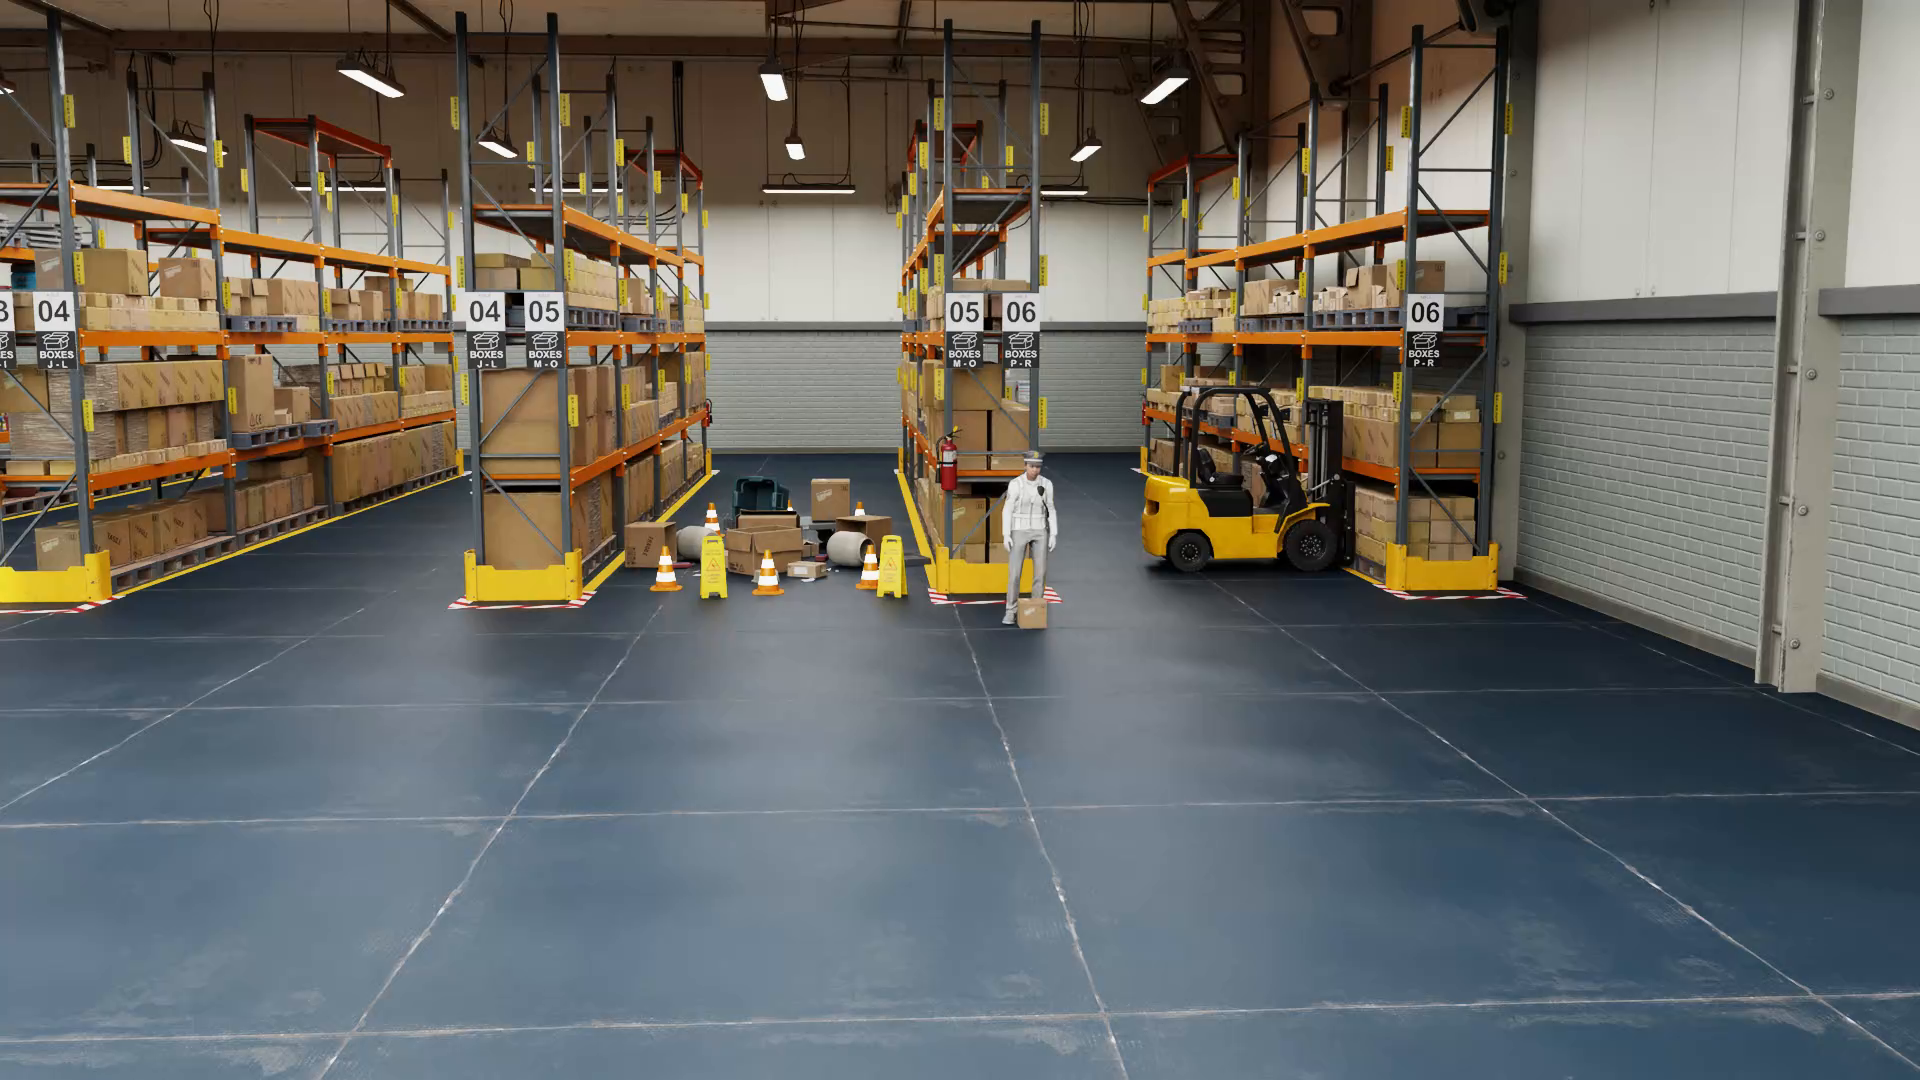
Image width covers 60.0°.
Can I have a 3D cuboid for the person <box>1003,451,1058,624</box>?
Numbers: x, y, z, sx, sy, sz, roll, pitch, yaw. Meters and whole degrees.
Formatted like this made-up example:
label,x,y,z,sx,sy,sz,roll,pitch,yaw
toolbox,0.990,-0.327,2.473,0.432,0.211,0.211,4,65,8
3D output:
label,x,y,z,sx,sy,sz,roll,pitch,yaw
person,0.671,-0.033,15.995,0.547,1.666,0.372,-1,7,-7
